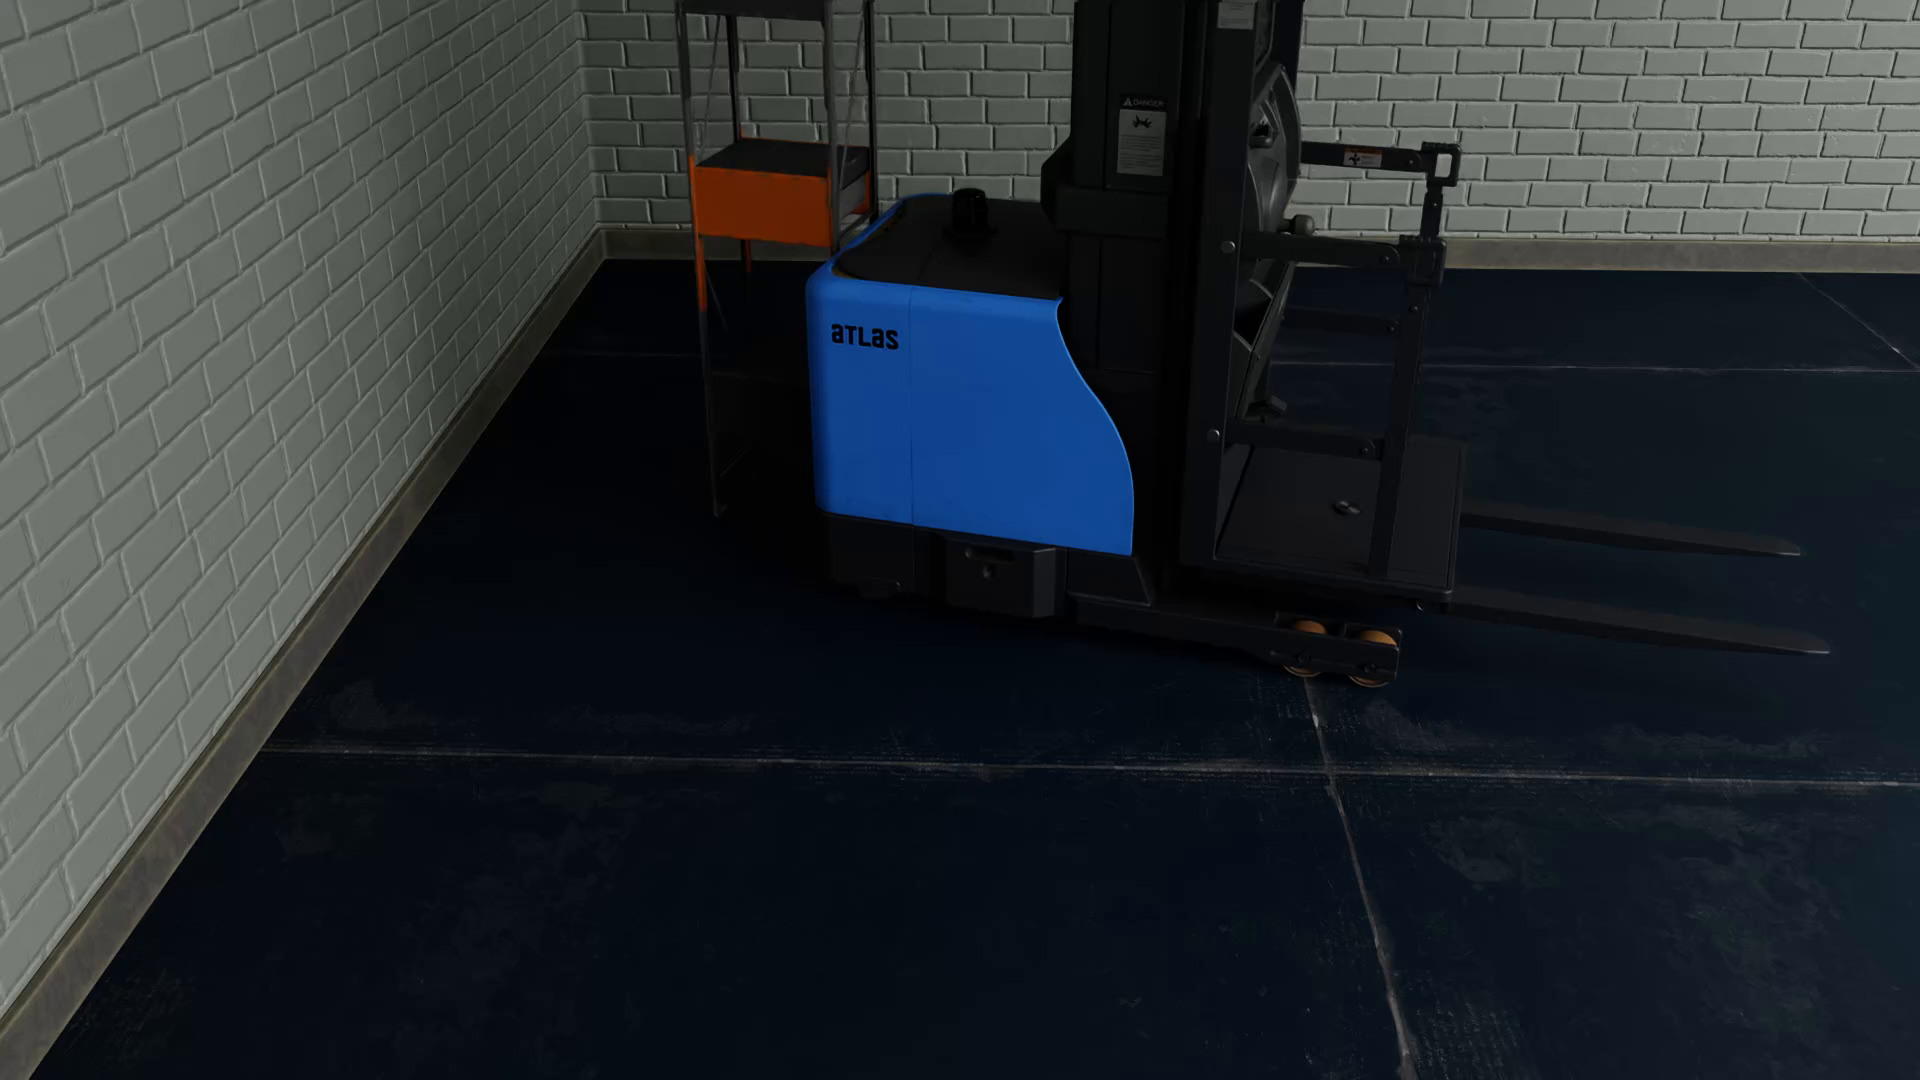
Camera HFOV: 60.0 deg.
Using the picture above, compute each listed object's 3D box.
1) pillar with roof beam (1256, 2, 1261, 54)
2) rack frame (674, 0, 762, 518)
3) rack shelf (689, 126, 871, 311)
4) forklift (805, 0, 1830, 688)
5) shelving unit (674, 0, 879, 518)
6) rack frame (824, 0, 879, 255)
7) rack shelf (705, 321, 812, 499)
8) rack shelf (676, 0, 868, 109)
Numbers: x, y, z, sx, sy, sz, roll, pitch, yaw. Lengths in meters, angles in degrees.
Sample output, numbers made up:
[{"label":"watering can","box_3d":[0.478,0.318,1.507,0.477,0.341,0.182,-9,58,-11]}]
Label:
[{"label":"pillar with roof beam","box_3d":[1.010,-3.284,2.337,0.400,9.000,9.100,1,28,2]},{"label":"rack frame","box_3d":[-0.807,-1.096,5.575,0.015,2.100,0.400,8,29,15]},{"label":"rack shelf","box_3d":[-0.574,-1.050,5.518,0.480,0.518,0.431,8,29,15]},{"label":"forklift","box_3d":[1.097,-1.137,4.766,3.031,2.935,1.130,8,29,15]},{"label":"shelving unit","box_3d":[-0.574,-1.062,5.512,0.503,2.100,0.431,8,29,15]},{"label":"rack frame","box_3d":[-0.341,-1.028,5.448,0.015,2.100,0.400,8,29,15]},{"label":"rack shelf","box_3d":[-0.574,-0.431,5.846,0.480,0.518,0.431,8,29,15]},{"label":"rack shelf","box_3d":[-0.574,-1.668,5.190,0.480,0.518,0.431,8,29,15]}]
